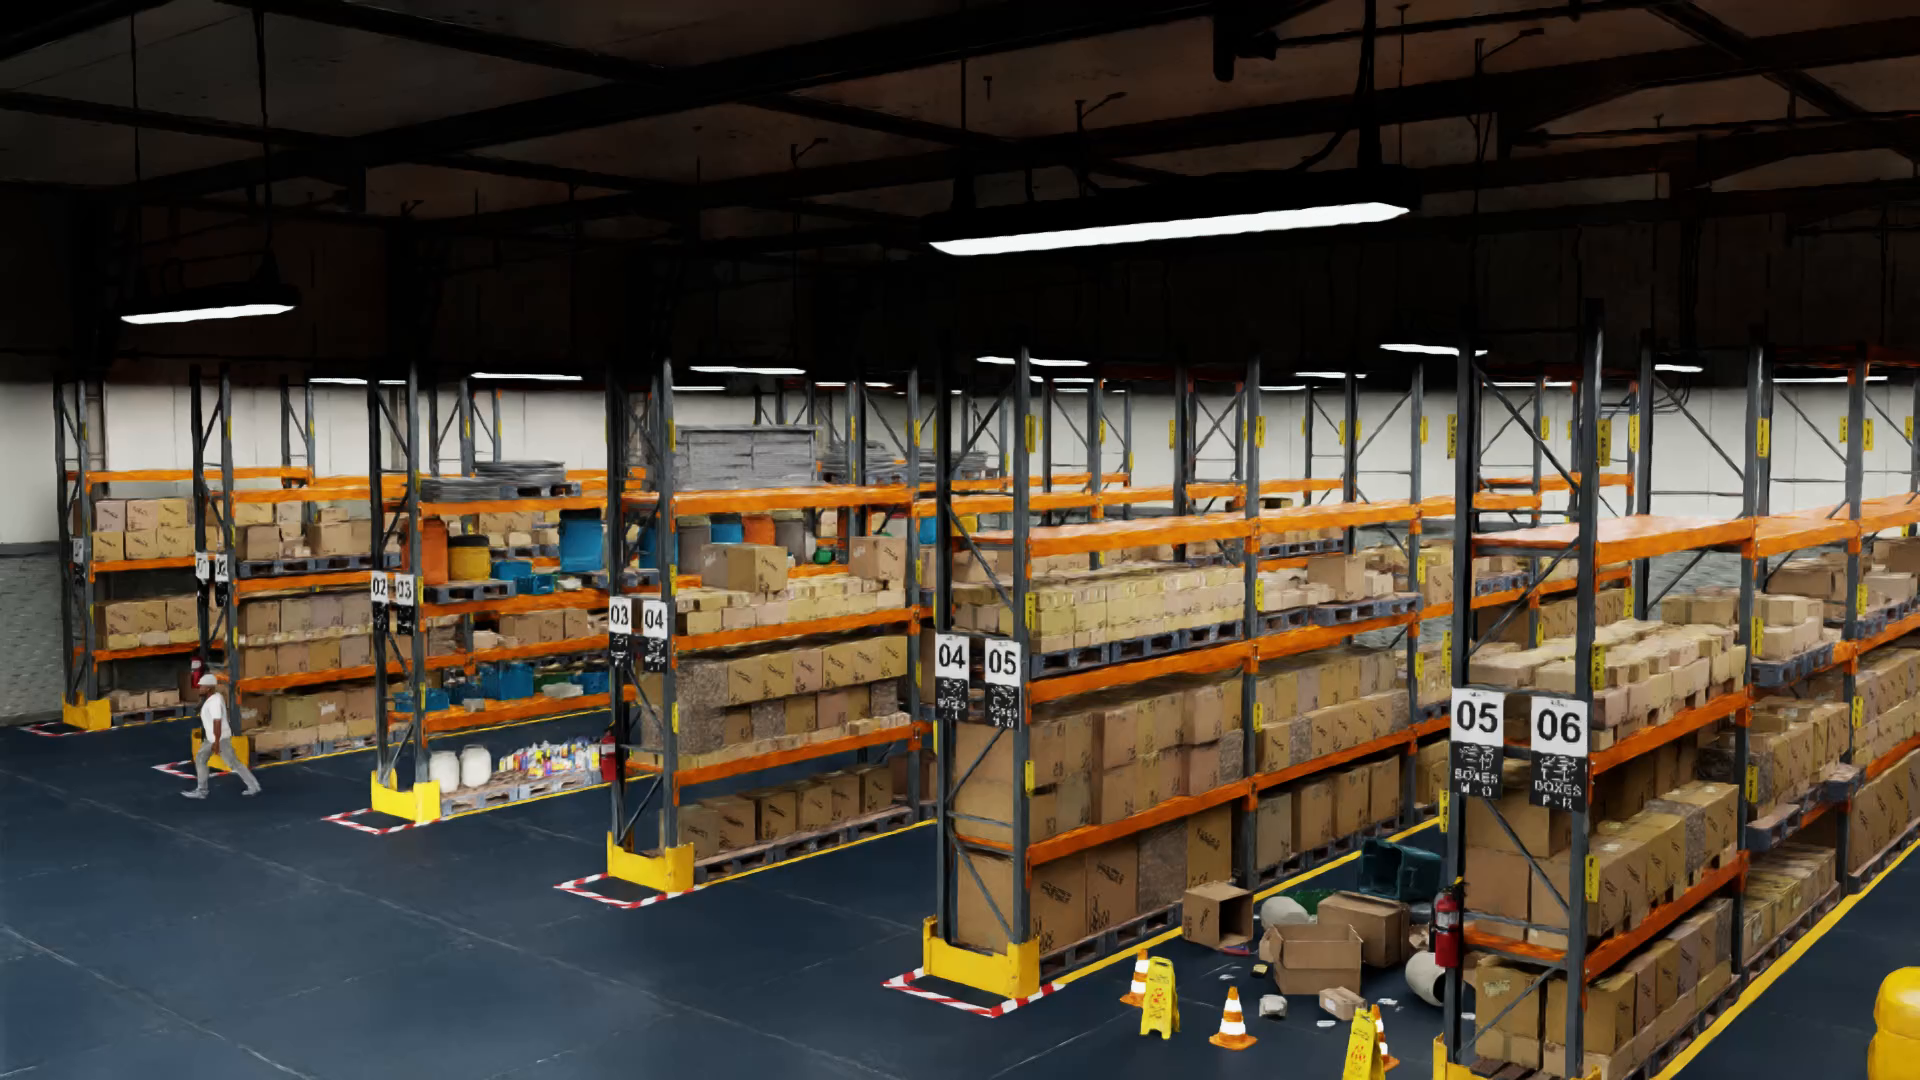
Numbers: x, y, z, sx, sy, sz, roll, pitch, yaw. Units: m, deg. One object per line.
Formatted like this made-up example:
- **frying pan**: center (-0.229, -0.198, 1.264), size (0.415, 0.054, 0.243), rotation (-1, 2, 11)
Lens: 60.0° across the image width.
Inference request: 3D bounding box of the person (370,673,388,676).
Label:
- **person**: center (-10.513, 2.141, 30.116), size (0.682, 1.715, 0.528), rotation (3, 5, 39)

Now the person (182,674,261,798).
- **person**: center (-10.099, 2.682, 22.683), size (0.962, 1.710, 0.616), rotation (-2, 5, -29)
